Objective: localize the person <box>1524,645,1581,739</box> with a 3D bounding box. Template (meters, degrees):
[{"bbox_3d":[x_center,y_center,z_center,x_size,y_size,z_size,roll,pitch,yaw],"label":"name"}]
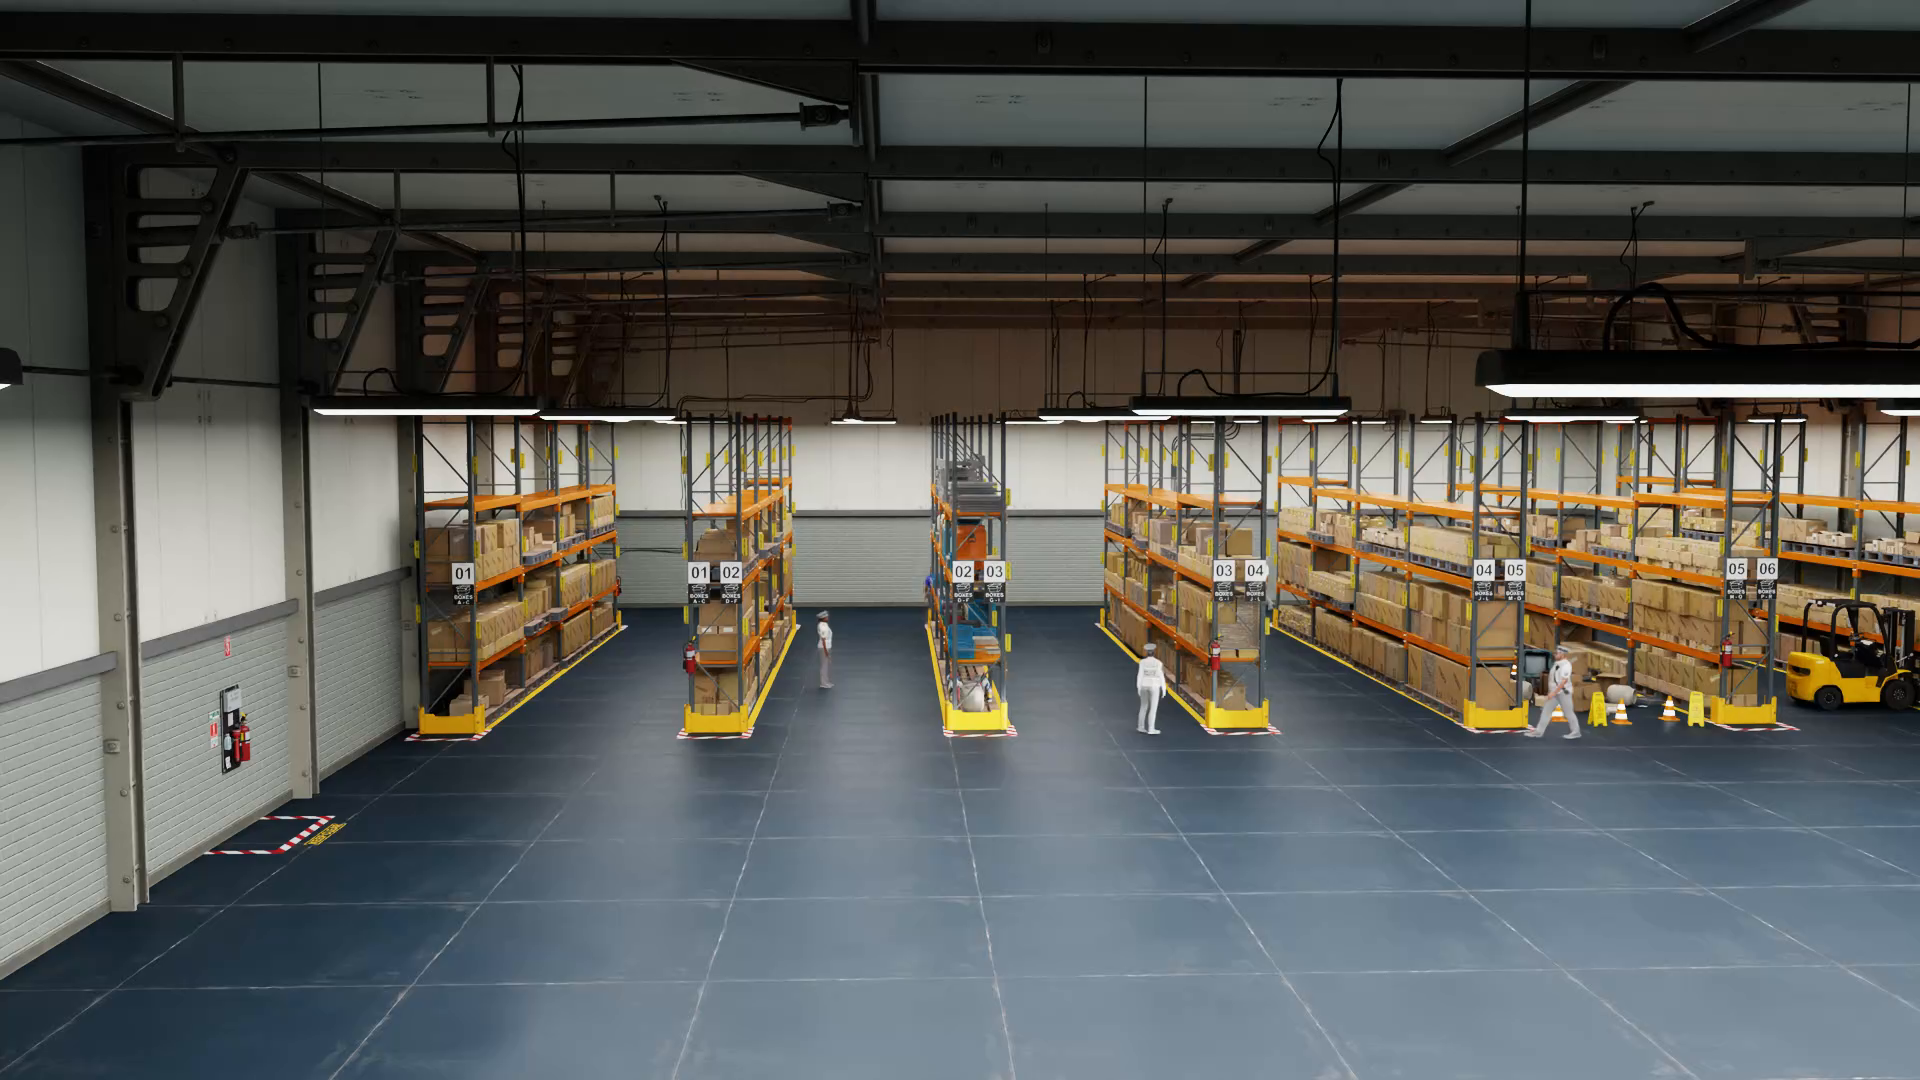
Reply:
[{"bbox_3d":[10.869,2.776,30.319,0.987,1.720,0.536,-1,4,-14],"label":"person"}]

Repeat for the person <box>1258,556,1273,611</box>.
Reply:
[{"bbox_3d":[9.278,1.357,51.319,0.838,1.742,0.603,-3,5,-35],"label":"person"}]

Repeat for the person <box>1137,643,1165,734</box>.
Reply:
[{"bbox_3d":[3.578,2.791,31.057,0.571,1.722,0.399,3,5,33],"label":"person"}]

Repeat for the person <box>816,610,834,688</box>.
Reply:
[{"bbox_3d":[-2.965,2.413,36.639,0.356,1.717,0.572,0,4,4],"label":"person"}]

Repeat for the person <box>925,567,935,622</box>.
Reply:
[{"bbox_3d":[-0.743,1.647,48.422,0.452,1.568,0.668,-4,5,-44],"label":"person"}]
